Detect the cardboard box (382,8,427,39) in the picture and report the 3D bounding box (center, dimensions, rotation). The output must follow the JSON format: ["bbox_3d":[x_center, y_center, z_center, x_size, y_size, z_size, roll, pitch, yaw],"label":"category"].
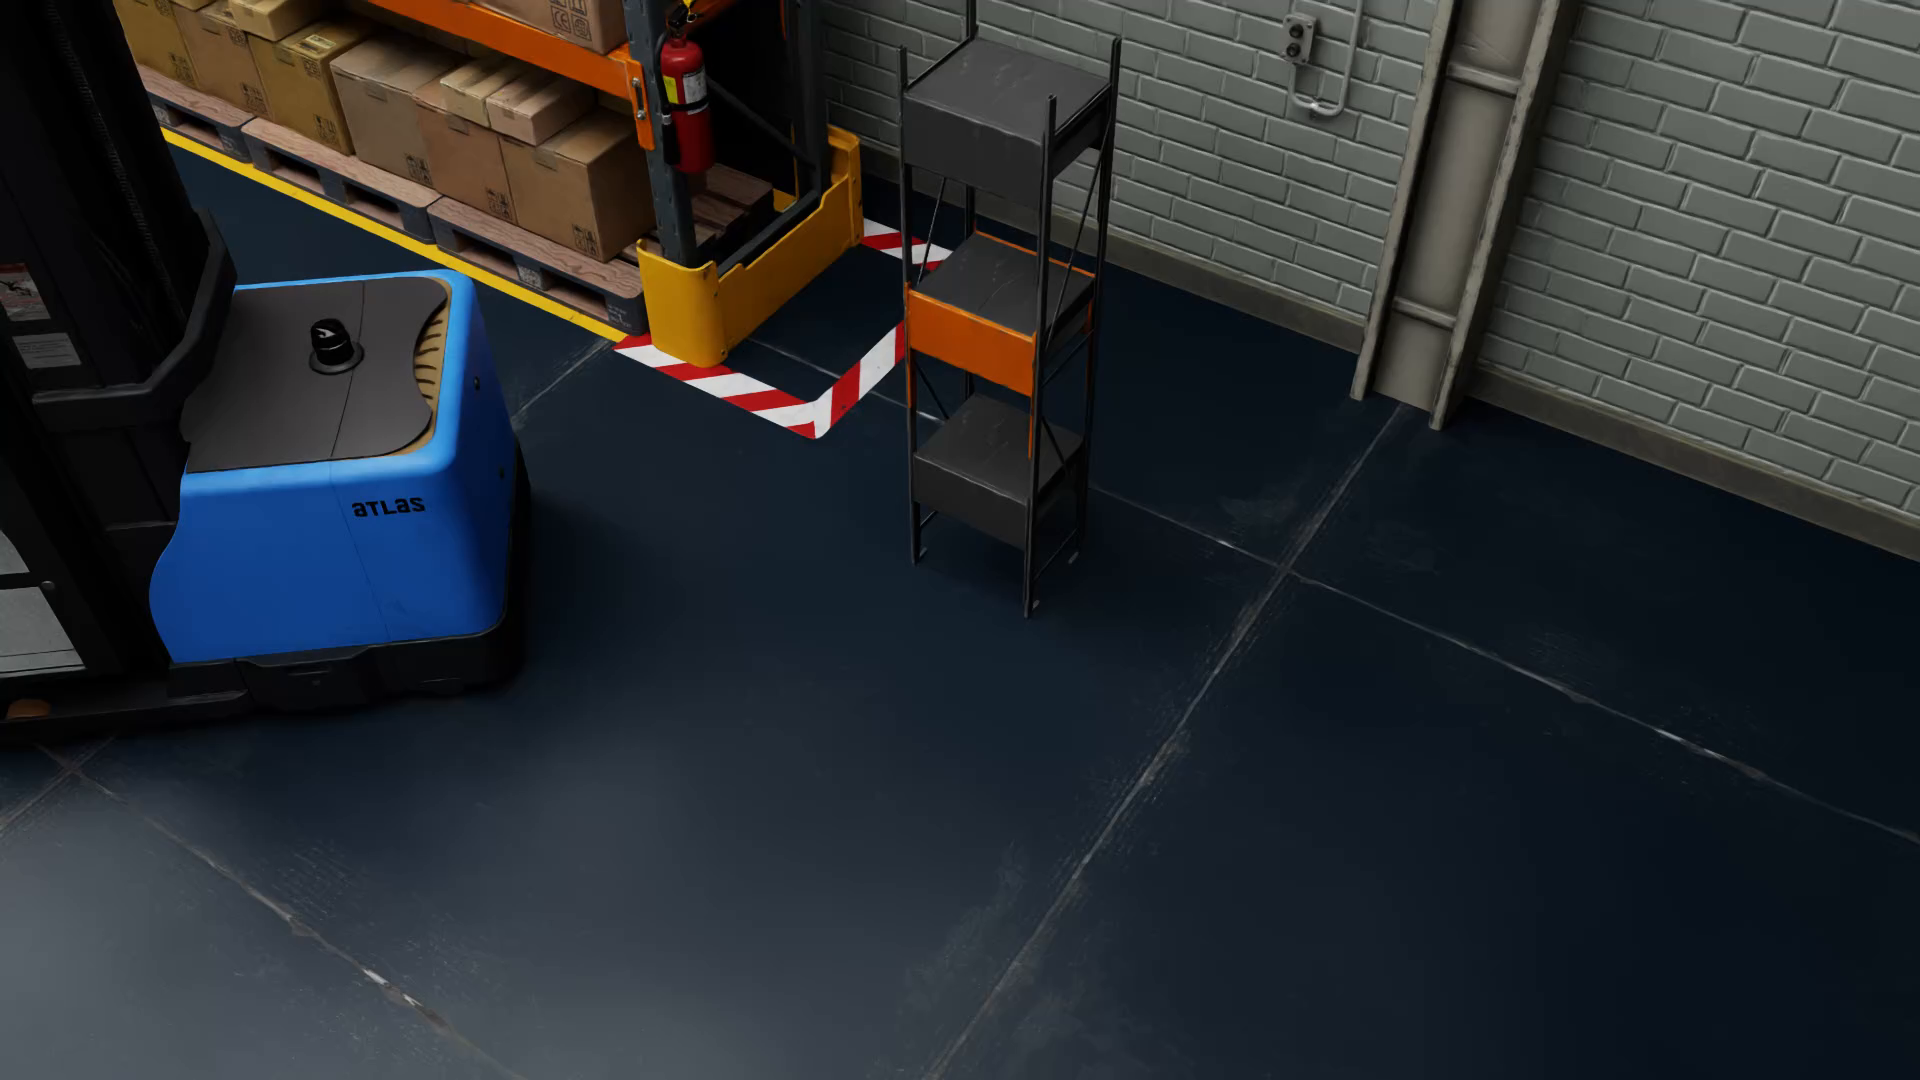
[{"bbox_3d":[-2.391,-2.447,7.534,0.250,0.149,0.380,25,51,22],"label":"cardboard box"}]

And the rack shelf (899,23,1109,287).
[{"bbox_3d":[0.139,-1.146,4.942,0.480,0.518,0.431,25,51,22],"label":"rack shelf"}]

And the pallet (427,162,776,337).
[{"bbox_3d":[-1.608,-1.463,7.525,1.213,0.211,1.003,25,51,22],"label":"pallet"}]

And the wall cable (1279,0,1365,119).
[{"bbox_3d":[0.695,-2.602,5.979,1.851,1.984,0.084,25,51,22],"label":"wall cable"}]

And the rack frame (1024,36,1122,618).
[{"bbox_3d":[0.345,-0.573,5.343,0.015,2.100,0.400,25,51,22],"label":"rack frame"}]

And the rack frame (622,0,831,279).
[{"bbox_3d":[-0.893,-2.173,6.270,0.127,3.000,1.000,25,51,22],"label":"rack frame"}]

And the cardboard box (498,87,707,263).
[{"bbox_3d":[-1.536,-1.659,7.220,0.500,0.500,0.700,25,51,22],"label":"cardboard box"}]

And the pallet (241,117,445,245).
[{"bbox_3d":[-2.631,-1.936,7.984,1.213,0.211,1.003,25,51,22],"label":"pallet"}]

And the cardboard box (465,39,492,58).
[{"bbox_3d":[-1.960,-2.250,7.343,0.250,0.149,0.380,25,51,22],"label":"cardboard box"}]

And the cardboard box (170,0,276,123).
[{"bbox_3d":[-3.265,-2.449,7.988,0.500,0.500,0.700,24,51,22],"label":"cardboard box"}]

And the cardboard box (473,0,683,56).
[{"bbox_3d":[-1.328,-2.469,6.348,0.700,0.700,0.980,27,52,24],"label":"cardboard box"}]

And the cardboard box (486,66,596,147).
[{"bbox_3d":[-1.743,-1.824,6.929,0.250,0.149,0.380,24,51,22],"label":"cardboard box"}]

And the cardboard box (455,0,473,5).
[{"bbox_3d":[-1.946,-2.744,6.615,0.700,0.700,0.980,24,51,22],"label":"cardboard box"}]

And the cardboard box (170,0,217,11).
[{"bbox_3d":[-3.496,-2.629,7.711,0.250,0.149,0.380,26,51,23],"label":"cardboard box"}]

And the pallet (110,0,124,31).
[{"bbox_3d":[-4.950,-3.003,9.021,1.213,0.211,1.003,25,51,22],"label":"pallet"}]

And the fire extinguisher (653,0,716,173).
[{"bbox_3d":[-1.015,-1.679,6.104,0.183,0.674,0.296,25,51,22],"label":"fire extinguisher"}]

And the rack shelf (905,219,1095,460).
[{"bbox_3d":[0.139,-0.658,5.444,0.480,0.518,0.431,25,51,22],"label":"rack shelf"}]

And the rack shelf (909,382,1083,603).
[{"bbox_3d":[0.139,-0.170,5.946,0.480,0.518,0.431,25,51,22],"label":"rack shelf"}]

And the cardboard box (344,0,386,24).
[{"bbox_3d":[-2.604,-2.545,7.629,0.250,0.149,0.380,24,50,21],"label":"cardboard box"}]

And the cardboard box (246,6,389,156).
[{"bbox_3d":[-2.834,-2.249,7.794,0.500,0.500,0.700,26,51,23],"label":"cardboard box"}]

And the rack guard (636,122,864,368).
[{"bbox_3d":[-0.873,-1.292,7.157,0.348,0.500,1.175,25,51,22],"label":"rack guard"}]

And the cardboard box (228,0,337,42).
[{"bbox_3d":[-3.057,-2.427,7.514,0.250,0.149,0.380,23,50,21],"label":"cardboard box"}]

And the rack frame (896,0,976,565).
[{"bbox_3d":[-0.066,-0.762,5.526,0.015,2.100,0.400,25,51,22],"label":"rack frame"}]

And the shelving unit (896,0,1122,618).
[{"bbox_3d":[0.139,-0.668,5.435,0.503,2.100,0.431,25,51,22],"label":"shelving unit"}]

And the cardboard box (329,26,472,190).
[{"bbox_3d":[-2.381,-2.047,7.597,0.500,0.500,0.700,23,50,21],"label":"cardboard box"}]

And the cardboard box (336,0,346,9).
[{"bbox_3d":[-2.822,-2.645,7.726,0.250,0.149,0.380,25,51,22],"label":"cardboard box"}]

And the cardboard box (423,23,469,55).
[{"bbox_3d":[-2.175,-2.348,7.438,0.250,0.149,0.380,25,51,23],"label":"cardboard box"}]

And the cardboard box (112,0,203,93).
[{"bbox_3d":[-3.686,-2.645,8.179,0.500,0.500,0.700,25,51,23],"label":"cardboard box"}]

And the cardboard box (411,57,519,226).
[{"bbox_3d":[-1.958,-1.852,7.409,0.500,0.500,0.700,25,51,22],"label":"cardboard box"}]

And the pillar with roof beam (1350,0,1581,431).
[{"bbox_3d":[-0.478,-1.141,1.084,0.400,9.000,9.100,25,51,22],"label":"pillar with roof beam"}]

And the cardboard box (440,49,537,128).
[{"bbox_3d":[-1.958,-1.923,7.025,0.250,0.149,0.380,26,51,23],"label":"cardboard box"}]

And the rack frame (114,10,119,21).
[{"bbox_3d":[-4.260,-3.721,7.775,0.127,3.000,1.000,25,51,22],"label":"rack frame"}]

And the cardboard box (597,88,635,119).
[{"bbox_3d":[-1.323,-1.957,7.058,0.250,0.149,0.380,25,51,22],"label":"cardboard box"}]

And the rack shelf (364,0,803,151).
[{"bbox_3d":[-2.577,-2.696,7.280,4.000,0.370,1.077,25,51,22],"label":"rack shelf"}]

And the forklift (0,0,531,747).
[{"bbox_3d":[-3.081,-0.721,4.907,3.031,2.935,1.130,-6,46,-5],"label":"forklift"}]

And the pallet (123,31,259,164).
[{"bbox_3d":[-3.662,-2.408,8.443,1.213,0.211,1.003,25,51,22],"label":"pallet"}]
